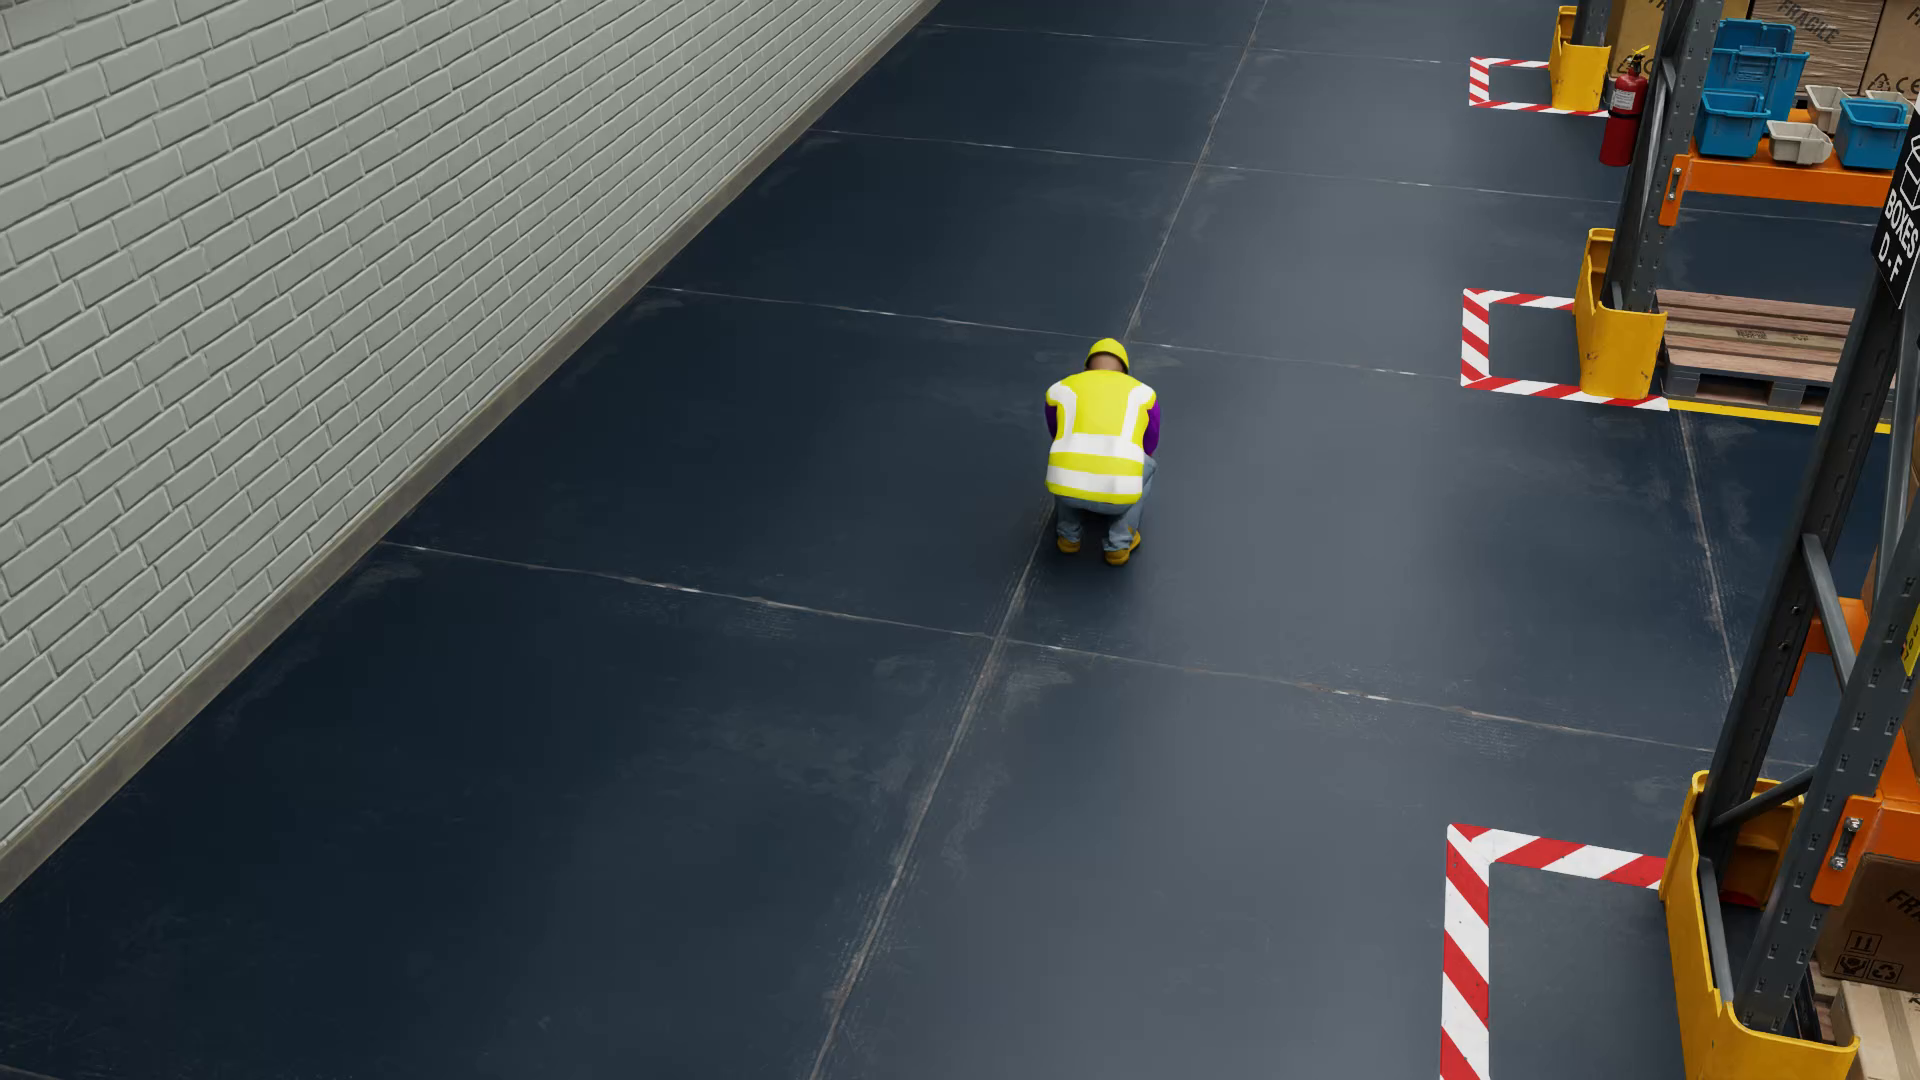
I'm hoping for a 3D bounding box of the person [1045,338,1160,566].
[{"bbox_3d":[0.630,-0.364,7.657,0.541,0.886,0.934,8,33,12],"label":"person"}]
